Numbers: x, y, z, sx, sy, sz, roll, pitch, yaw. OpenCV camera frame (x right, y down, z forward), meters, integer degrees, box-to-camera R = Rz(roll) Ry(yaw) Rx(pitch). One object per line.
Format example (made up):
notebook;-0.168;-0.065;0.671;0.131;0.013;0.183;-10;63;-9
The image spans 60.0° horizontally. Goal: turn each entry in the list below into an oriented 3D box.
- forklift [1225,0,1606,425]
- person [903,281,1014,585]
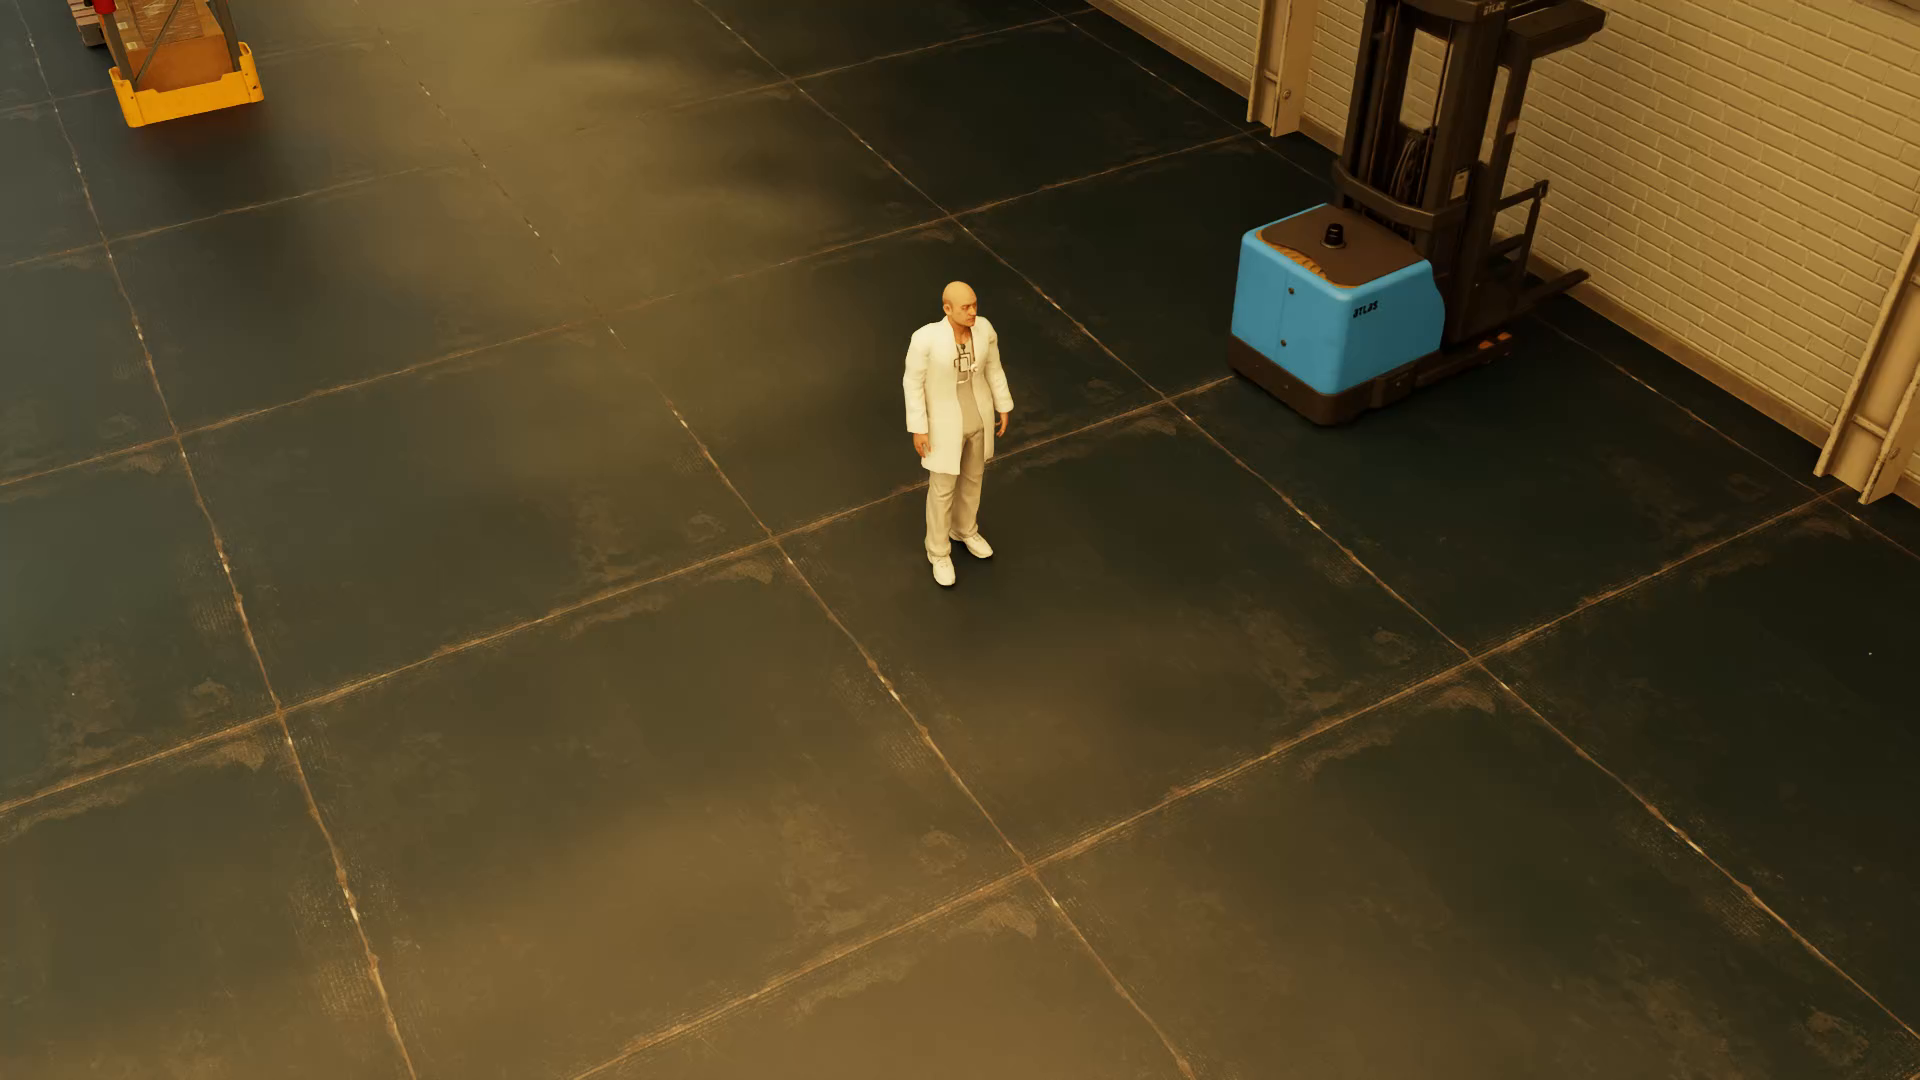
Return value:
forklift;3.381;-2.633;11.211;3.031;2.935;1.130;-23;45;-26
person;0.043;-0.638;9.698;0.696;1.777;0.578;-20;44;-23
